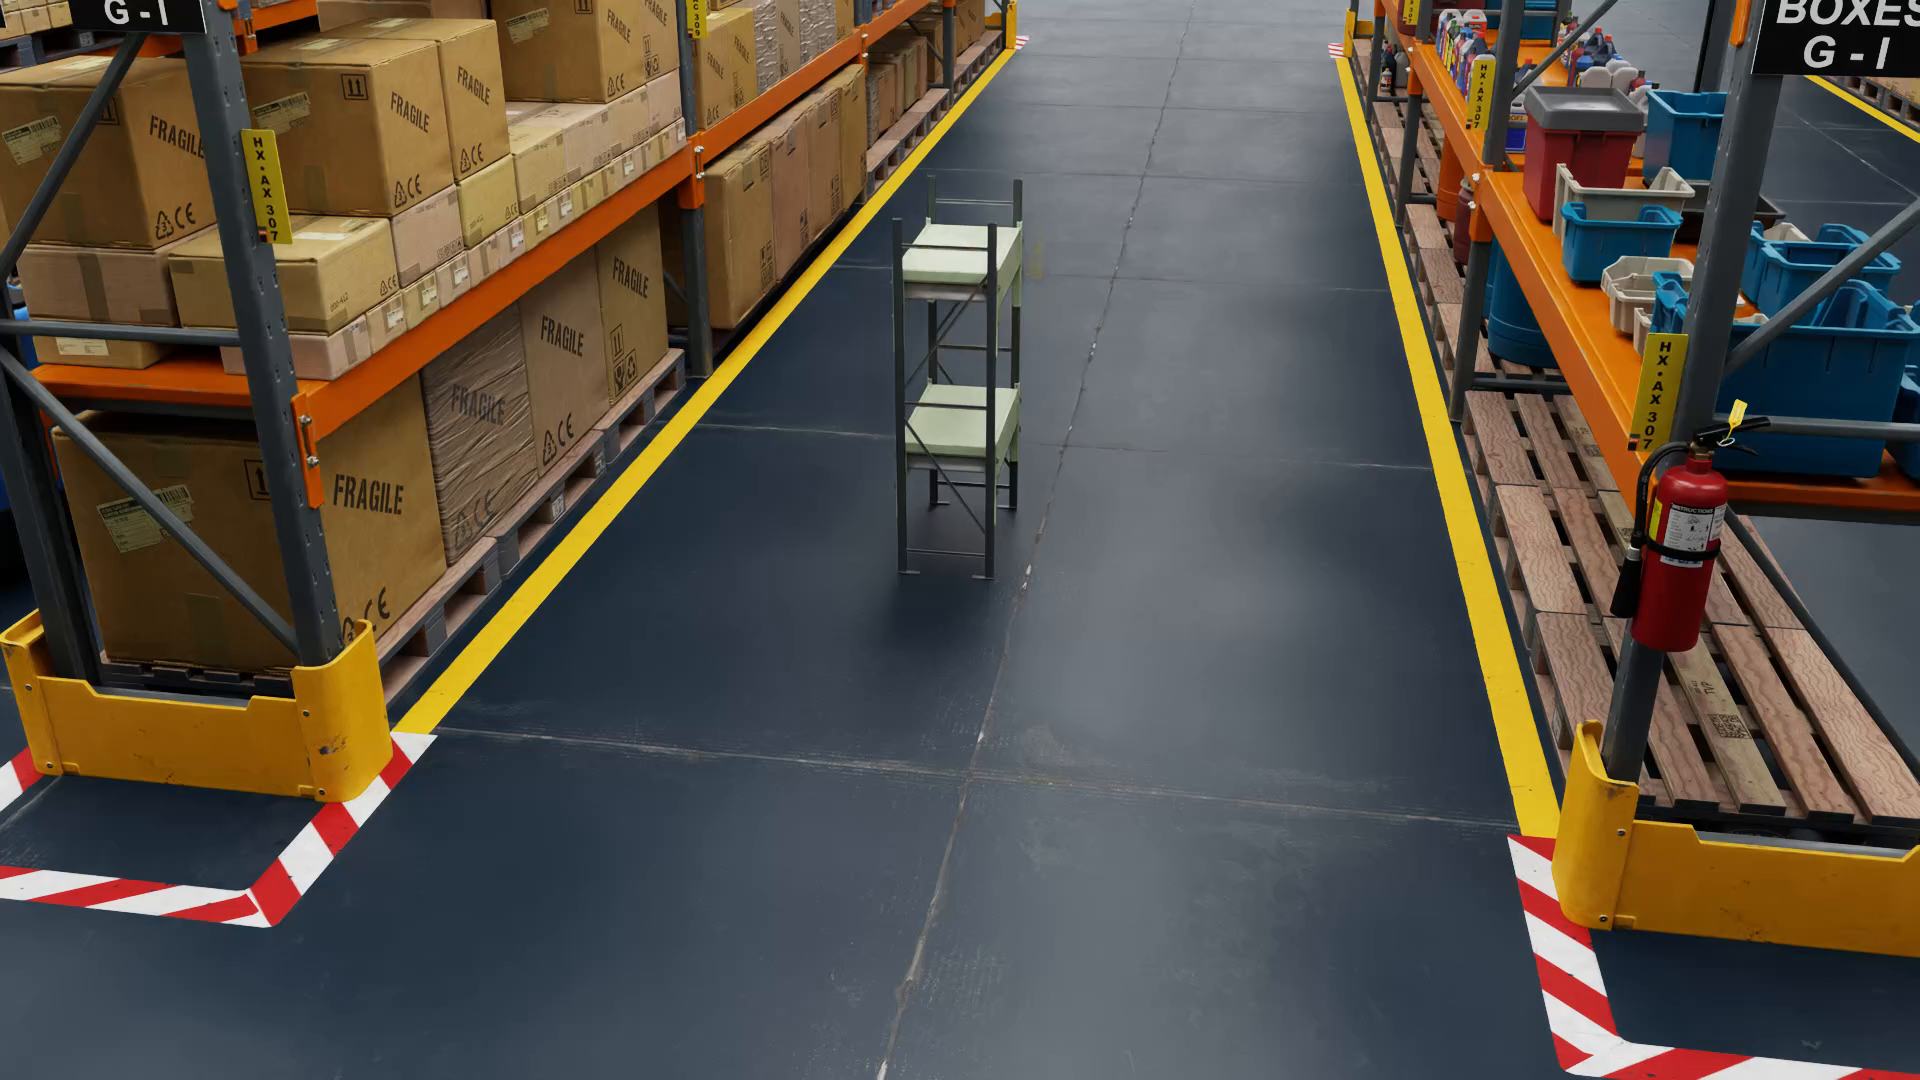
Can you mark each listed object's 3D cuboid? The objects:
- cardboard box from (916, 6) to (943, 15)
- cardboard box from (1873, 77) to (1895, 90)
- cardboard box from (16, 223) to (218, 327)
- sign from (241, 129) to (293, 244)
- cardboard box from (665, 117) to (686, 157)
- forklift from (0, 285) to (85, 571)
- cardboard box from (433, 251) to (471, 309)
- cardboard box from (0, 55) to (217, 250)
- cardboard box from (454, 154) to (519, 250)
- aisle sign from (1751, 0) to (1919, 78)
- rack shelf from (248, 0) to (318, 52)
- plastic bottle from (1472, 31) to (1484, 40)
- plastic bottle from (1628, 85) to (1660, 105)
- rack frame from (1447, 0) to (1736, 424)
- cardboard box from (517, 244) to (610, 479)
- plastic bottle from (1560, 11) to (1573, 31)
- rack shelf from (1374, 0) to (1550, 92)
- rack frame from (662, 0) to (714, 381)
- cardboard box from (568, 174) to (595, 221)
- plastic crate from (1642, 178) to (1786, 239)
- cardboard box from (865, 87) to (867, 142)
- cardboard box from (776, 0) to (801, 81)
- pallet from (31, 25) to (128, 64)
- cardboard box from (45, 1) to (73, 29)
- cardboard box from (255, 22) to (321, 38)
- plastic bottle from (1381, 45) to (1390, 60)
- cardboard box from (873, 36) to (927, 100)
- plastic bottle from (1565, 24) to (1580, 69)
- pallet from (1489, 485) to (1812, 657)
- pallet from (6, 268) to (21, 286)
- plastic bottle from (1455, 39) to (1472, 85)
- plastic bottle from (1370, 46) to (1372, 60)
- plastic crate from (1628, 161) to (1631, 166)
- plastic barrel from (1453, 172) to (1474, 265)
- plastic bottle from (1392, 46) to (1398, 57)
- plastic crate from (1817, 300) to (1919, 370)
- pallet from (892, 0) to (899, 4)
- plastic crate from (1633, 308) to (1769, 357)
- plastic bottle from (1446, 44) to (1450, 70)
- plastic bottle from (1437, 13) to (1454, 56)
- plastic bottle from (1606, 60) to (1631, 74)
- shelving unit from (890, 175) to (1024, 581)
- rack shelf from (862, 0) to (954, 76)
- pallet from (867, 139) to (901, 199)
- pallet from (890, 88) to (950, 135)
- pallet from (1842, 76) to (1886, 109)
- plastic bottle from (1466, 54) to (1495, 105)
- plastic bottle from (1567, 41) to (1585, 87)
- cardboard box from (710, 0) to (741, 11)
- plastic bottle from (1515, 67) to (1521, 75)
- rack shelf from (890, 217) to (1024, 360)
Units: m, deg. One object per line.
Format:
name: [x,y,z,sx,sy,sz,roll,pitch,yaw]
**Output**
cardboard box: [-0.348,-5.365,17.628,0.500,0.500,0.500,2,25,4]
cardboard box: [9.229,-4.522,16.121,0.500,0.250,0.500,4,25,9]
cardboard box: [-2.706,-0.907,5.475,0.500,0.250,0.500,4,25,8]
sign: [-1.977,-1.006,4.746,0.100,0.325,0.005,4,25,9]
cardboard box: [-1.597,-2.028,8.340,0.380,0.149,0.250,4,25,9]
forklift: [-5.190,-1.491,6.978,3.031,2.935,1.130,14,28,27]
cardboard box: [-2.017,-0.954,6.047,0.380,0.149,0.250,4,25,8]
cardboard box: [-2.703,-1.247,5.318,0.500,0.500,0.500,4,25,9]
cardboard box: [-2.015,-1.295,6.305,0.500,0.250,0.500,3,25,7]
aisle sign: [2.062,-1.443,3.729,0.394,0.787,0.004,4,25,9]
rack shelf: [-5.766,-4.861,14.946,1.077,0.370,4.000,4,25,9]
plastic bottle: [3.331,-3.179,10.737,0.097,0.201,0.097,0,25,0]
plastic bottle: [3.528,-2.213,8.585,0.152,0.276,0.135,4,25,9]
rack frame: [3.016,-1.949,7.875,1.000,3.000,0.127,4,25,9]
cardboard box: [-2.204,-0.873,7.587,0.875,0.875,0.875,4,25,9]
plastic bottle: [4.025,-3.370,11.049,0.061,0.283,0.133,4,25,9]
rack shelf: [3.997,-4.132,13.388,1.077,0.370,4.000,4,25,9]
rack frame: [-1.870,-2.292,8.608,1.000,3.000,0.127,4,25,9]
cardboard box: [-1.806,-1.490,7.192,0.380,0.149,0.250,4,25,8]
plastic crate: [3.098,-1.364,6.881,0.437,0.125,0.590,4,25,9]
cardboard box: [-1.127,-3.314,13.220,0.700,0.500,0.500,3,25,6]
cardboard box: [-1.306,-3.148,10.320,0.500,0.500,0.500,5,25,10]
pallet: [-6.376,-3.433,11.272,1.003,0.211,1.213,4,25,9]
cardboard box: [-6.021,-3.434,10.848,0.380,0.149,0.250,4,25,8]
cardboard box: [-5.765,-4.136,14.707,1.050,0.750,0.750,4,25,9]
plastic bottle: [4.176,-4.664,16.281,0.144,0.351,0.185,3,25,6]
cardboard box: [-0.684,-4.450,15.647,0.700,0.500,0.500,2,25,4]
plastic bottle: [3.918,-3.140,10.571,0.097,0.271,0.097,0,25,0]
pallet: [2.737,0.136,6.710,1.003,0.211,1.213,4,25,9]
pallet: [-6.621,-1.741,10.719,1.003,0.211,1.213,4,25,9]
plastic bottle: [3.046,-2.875,10.006,0.097,0.271,0.097,0,25,0]
plastic bottle: [4.357,-5.119,17.431,0.097,0.201,0.097,0,25,0]
plastic crate: [2.799,-1.672,7.523,0.396,0.136,0.243,4,25,9]
plastic barrel: [3.422,-2.042,10.422,0.600,0.588,0.708,4,25,9]
plastic bottle: [4.334,-4.772,16.592,0.061,0.283,0.133,4,25,9]
plastic crate: [2.835,-0.583,5.084,0.416,0.233,0.300,4,25,9]
pallet: [-0.933,-4.709,13.998,1.003,0.211,1.213,4,25,9]
plastic crate: [2.379,-0.657,5.356,0.396,0.136,0.243,4,25,9]
plastic bottle: [3.137,-3.077,10.520,0.097,0.201,0.097,0,25,0]
plastic bottle: [3.234,-3.358,11.038,0.097,0.271,0.097,0,25,0]
plastic bottle: [3.657,-2.544,9.293,0.152,0.276,0.135,4,25,9]
shelving unit: [0.001,-0.682,6.938,0.431,1.500,0.755,4,25,9]
rack shelf: [-0.890,-4.475,14.122,1.077,0.370,4.000,4,25,9]
pallet: [-1.087,-3.029,13.471,1.003,0.211,1.213,4,25,9]
pallet: [-0.688,-4.049,15.651,1.003,0.211,1.213,4,25,9]
pallet: [9.578,-4.528,16.675,1.003,0.211,1.213,4,25,9]
plastic bottle: [2.964,-2.597,9.406,0.152,0.276,0.135,4,25,9]
plastic bottle: [3.665,-2.825,9.884,0.061,0.283,0.133,4,25,9]
cardboard box: [-1.650,-3.345,9.558,0.797,0.503,0.637,4,25,9]
plastic bottle: [3.030,-2.440,9.077,0.097,0.271,0.097,0,25,0]
rack shelf: [0.001,-1.036,6.773,0.431,0.370,0.720,4,25,9]
